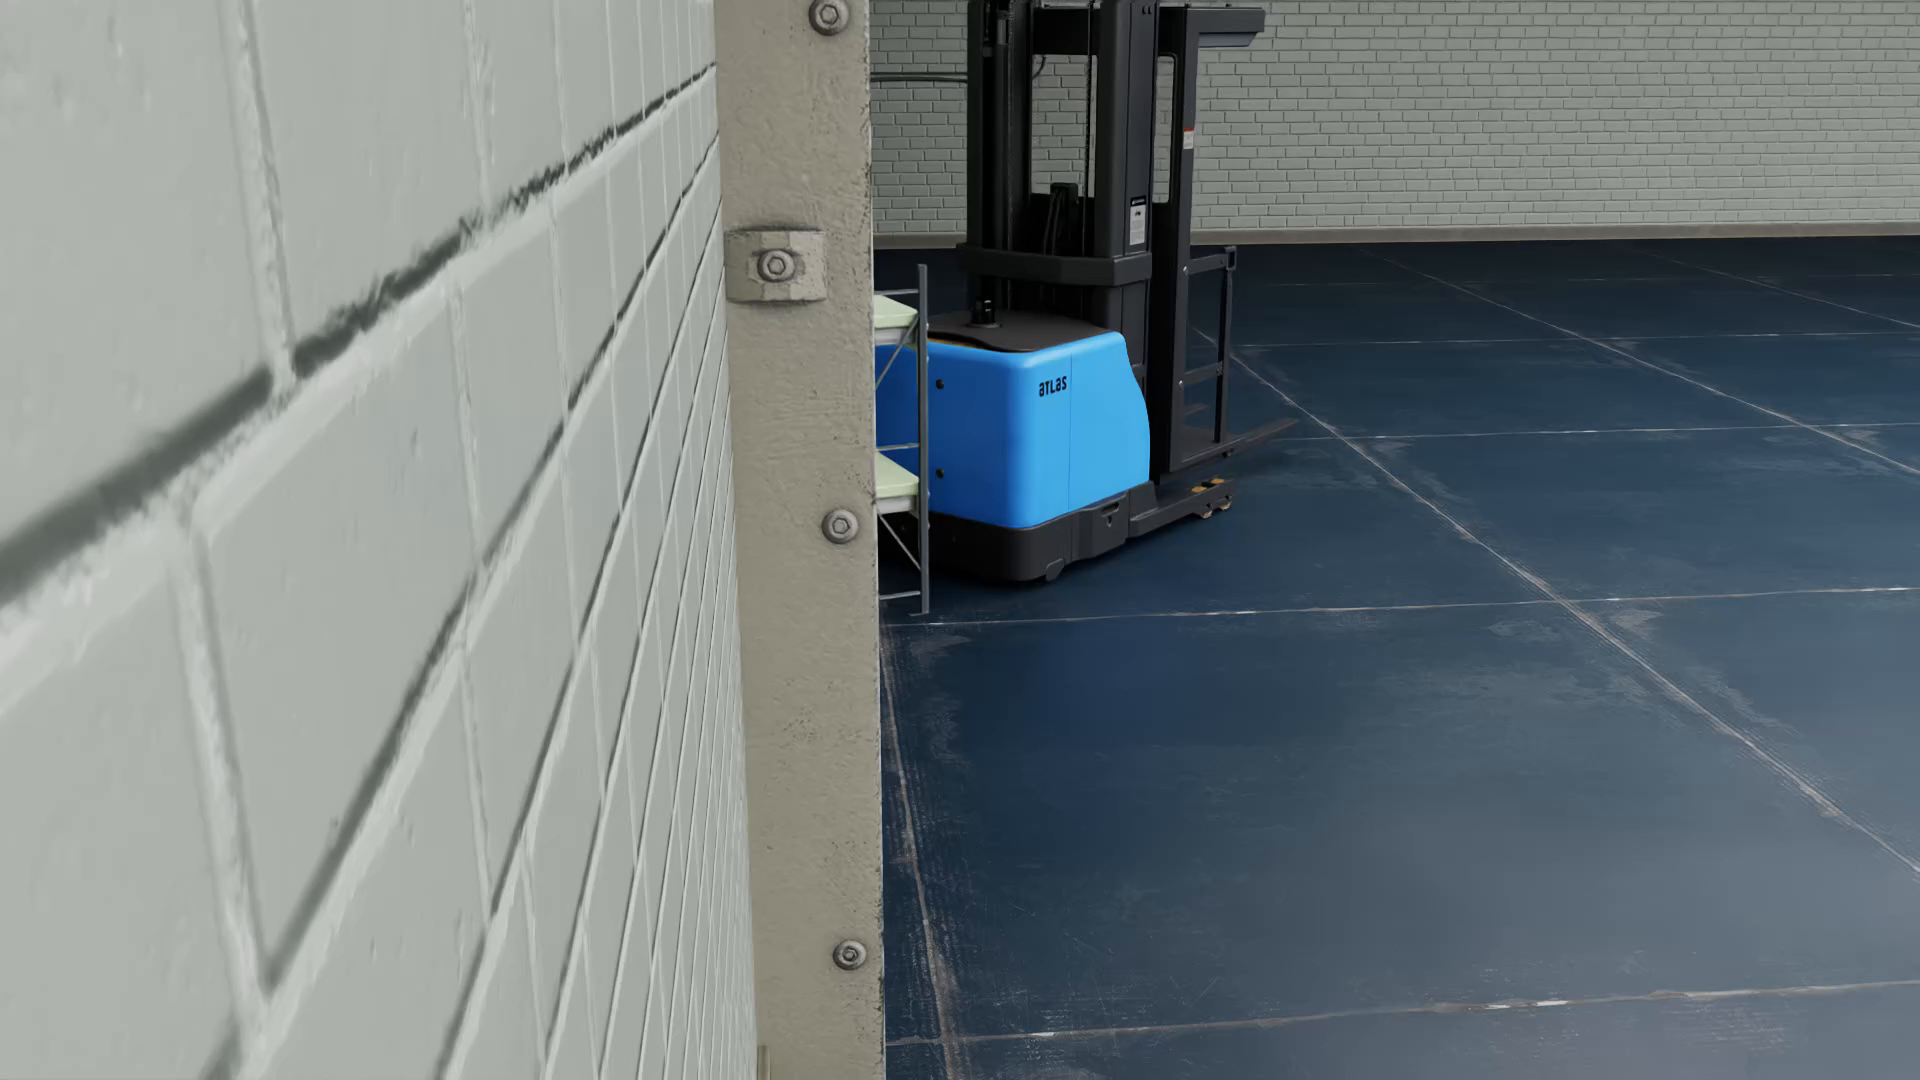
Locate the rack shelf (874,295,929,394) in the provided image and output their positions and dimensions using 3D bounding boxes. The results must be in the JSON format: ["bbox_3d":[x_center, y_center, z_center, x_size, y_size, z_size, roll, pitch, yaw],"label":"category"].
[{"bbox_3d":[-0.468,-0.847,7.067,0.431,0.370,0.720,-7,19,-22],"label":"rack shelf"}]

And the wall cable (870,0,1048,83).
[{"bbox_3d":[-0.577,-6.040,17.575,3.097,2.526,0.112,-2,18,-6],"label":"wall cable"}]

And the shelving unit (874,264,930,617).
[{"bbox_3d":[-0.468,-0.474,7.184,0.431,1.500,0.755,-7,19,-22],"label":"shelving unit"}]

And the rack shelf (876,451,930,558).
[{"bbox_3d":[-0.468,-0.163,7.281,0.431,0.370,0.720,-7,19,-22],"label":"rack shelf"}]

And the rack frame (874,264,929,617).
[{"bbox_3d":[-0.321,-0.374,6.864,0.400,1.500,0.023,-7,19,-22],"label":"rack frame"}]

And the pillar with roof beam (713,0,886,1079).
[{"bbox_3d":[3.931,-3.160,3.220,9.100,9.000,0.400,-2,18,-6],"label":"pillar with roof beam"}]

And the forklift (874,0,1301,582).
[{"bbox_3d":[0.789,-1.589,8.344,1.130,2.935,3.031,13,22,36],"label":"forklift"}]
